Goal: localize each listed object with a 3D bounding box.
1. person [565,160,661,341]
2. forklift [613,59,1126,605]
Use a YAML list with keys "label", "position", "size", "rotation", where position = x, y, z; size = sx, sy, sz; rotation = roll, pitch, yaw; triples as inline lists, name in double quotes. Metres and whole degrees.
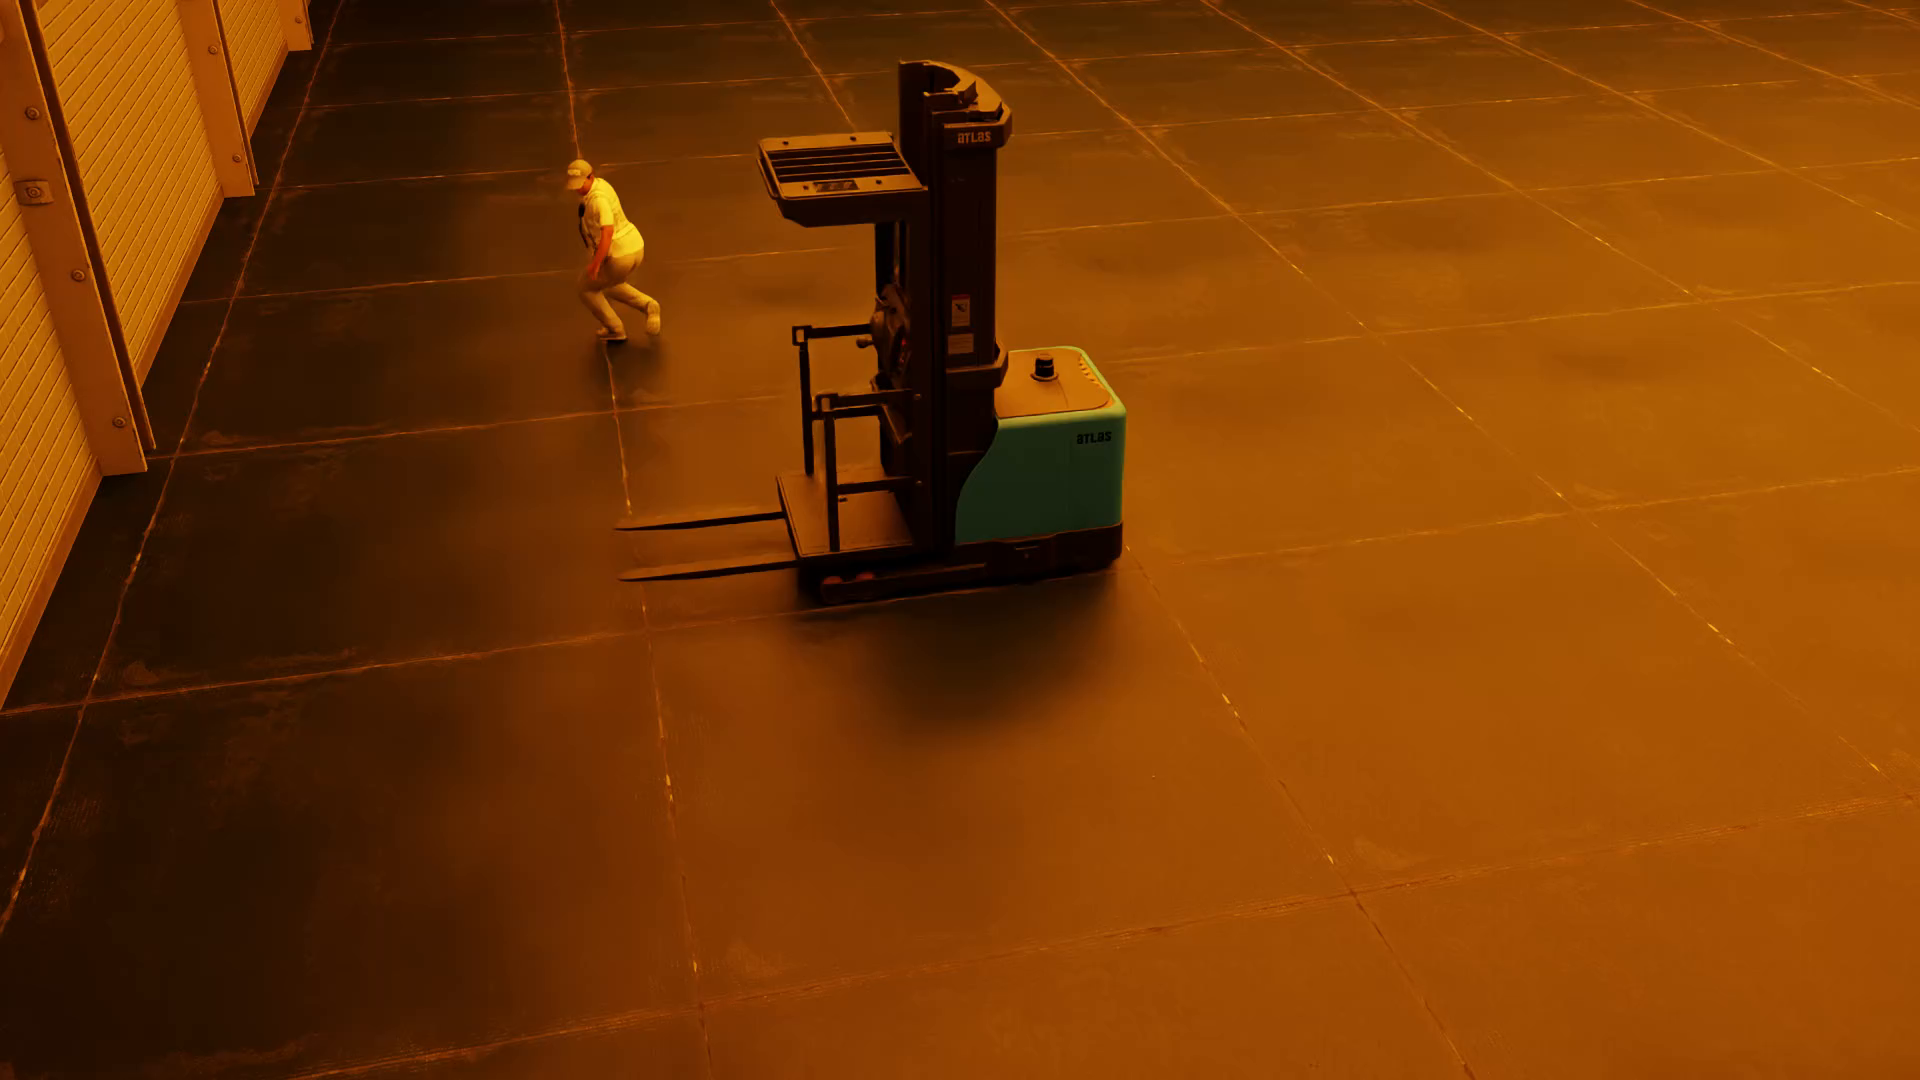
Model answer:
- label: "person"
  position: [-2.707, -2.266, 12.990]
  size: [0.621, 1.456, 0.757]
  rotation: [5, 31, 9]
- label: "forklift"
  position: [-0.584, -1.176, 9.607]
  size: [3.031, 2.935, 1.130]
  rotation: [-7, 31, -11]
